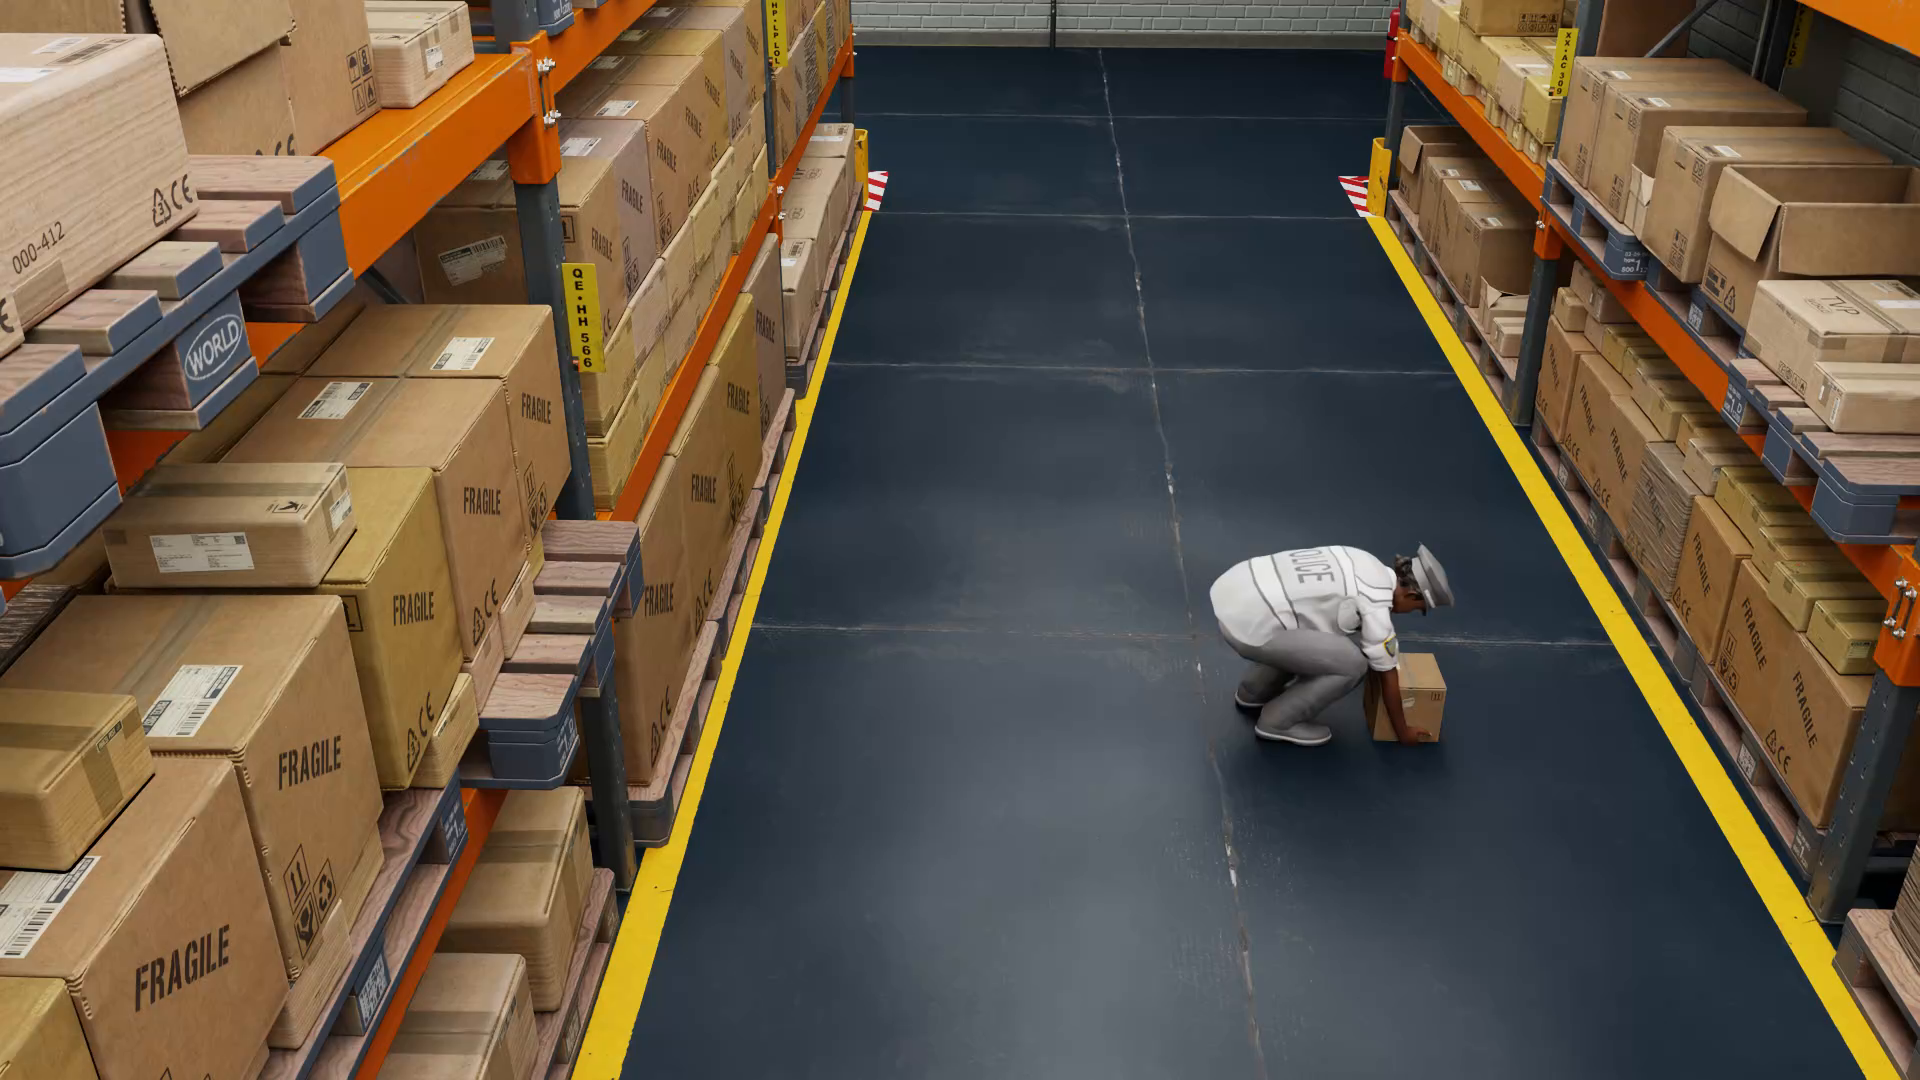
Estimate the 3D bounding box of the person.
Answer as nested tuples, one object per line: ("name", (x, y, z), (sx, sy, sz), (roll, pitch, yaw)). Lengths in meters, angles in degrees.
("person", (1.413, 0.390, 6.379), (0.926, 0.765, 0.449), (0, 28, 1))
